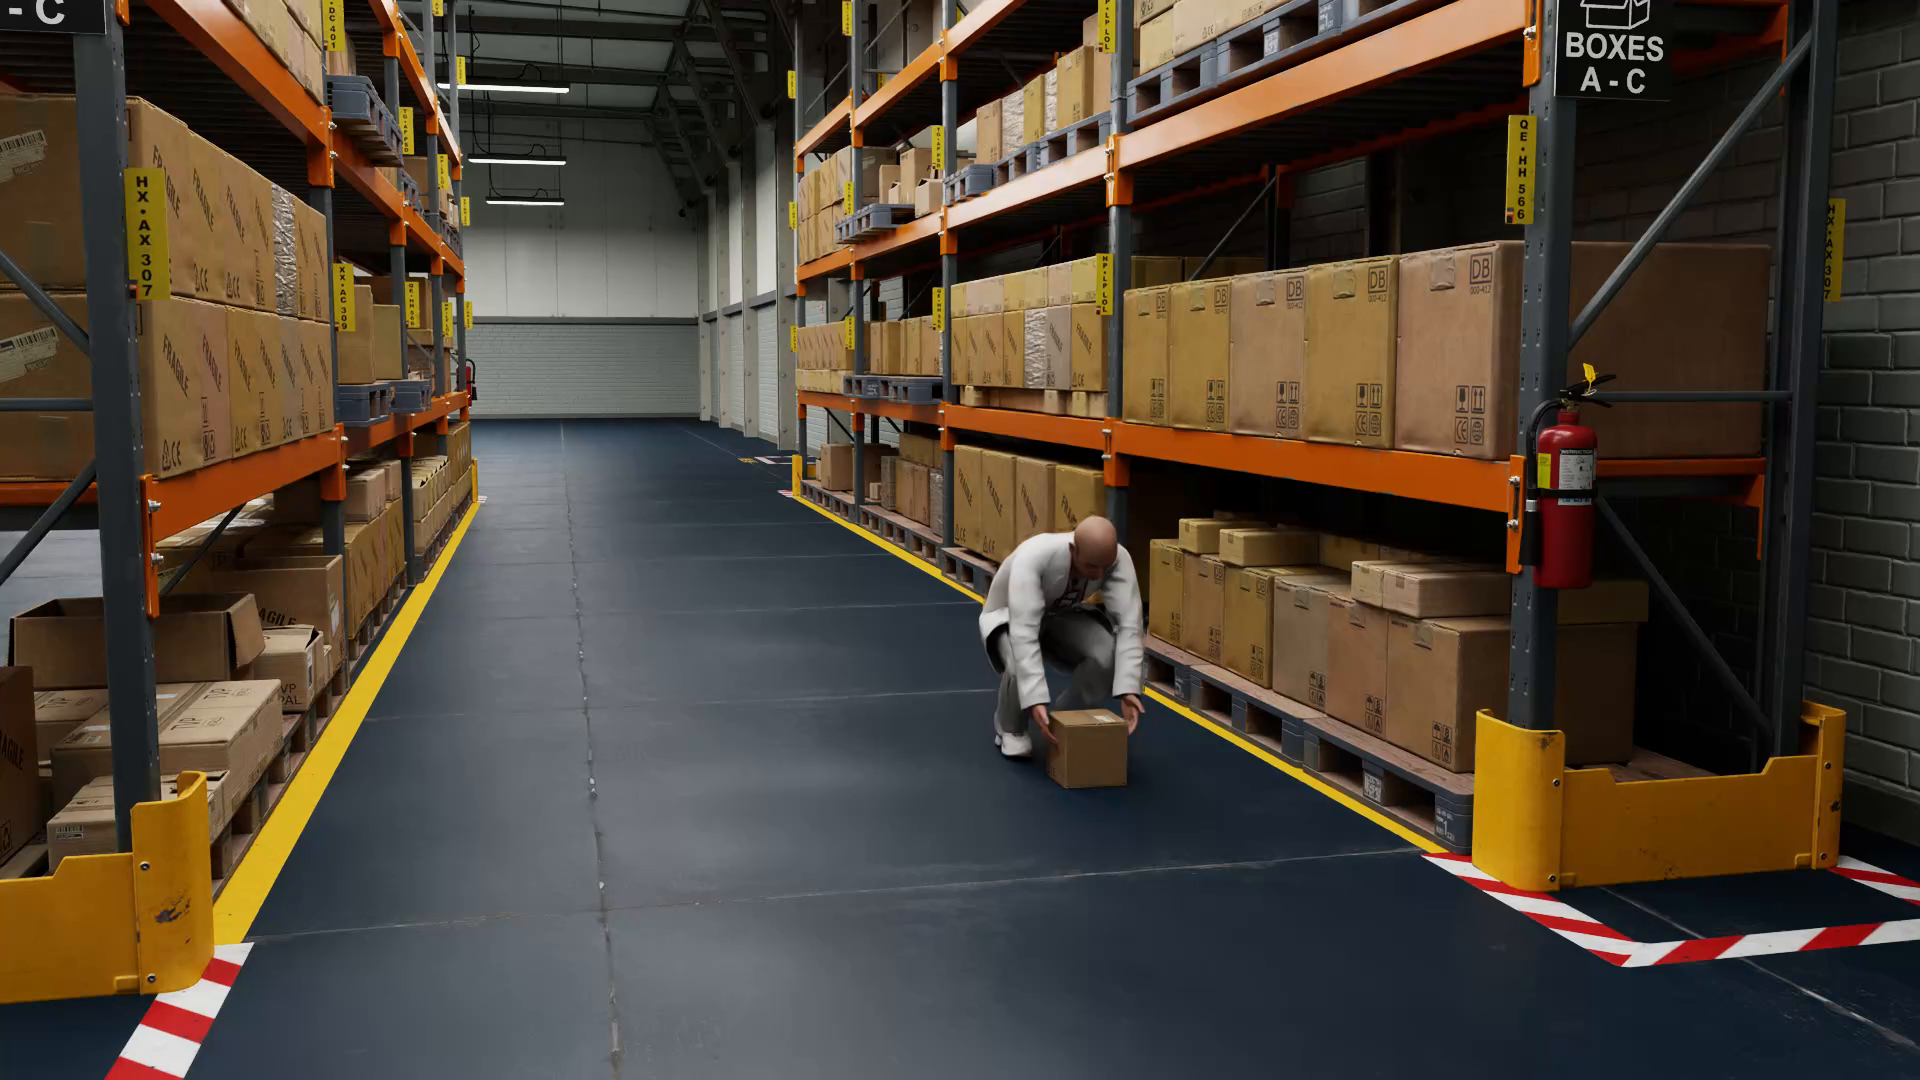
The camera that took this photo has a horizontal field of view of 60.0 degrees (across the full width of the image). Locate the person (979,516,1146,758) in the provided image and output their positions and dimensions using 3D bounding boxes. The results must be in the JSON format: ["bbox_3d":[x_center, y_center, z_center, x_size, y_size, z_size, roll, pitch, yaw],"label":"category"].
[{"bbox_3d":[0.405,0.386,6.817,0.611,1.024,0.893,-2,6,-15],"label":"person"}]
